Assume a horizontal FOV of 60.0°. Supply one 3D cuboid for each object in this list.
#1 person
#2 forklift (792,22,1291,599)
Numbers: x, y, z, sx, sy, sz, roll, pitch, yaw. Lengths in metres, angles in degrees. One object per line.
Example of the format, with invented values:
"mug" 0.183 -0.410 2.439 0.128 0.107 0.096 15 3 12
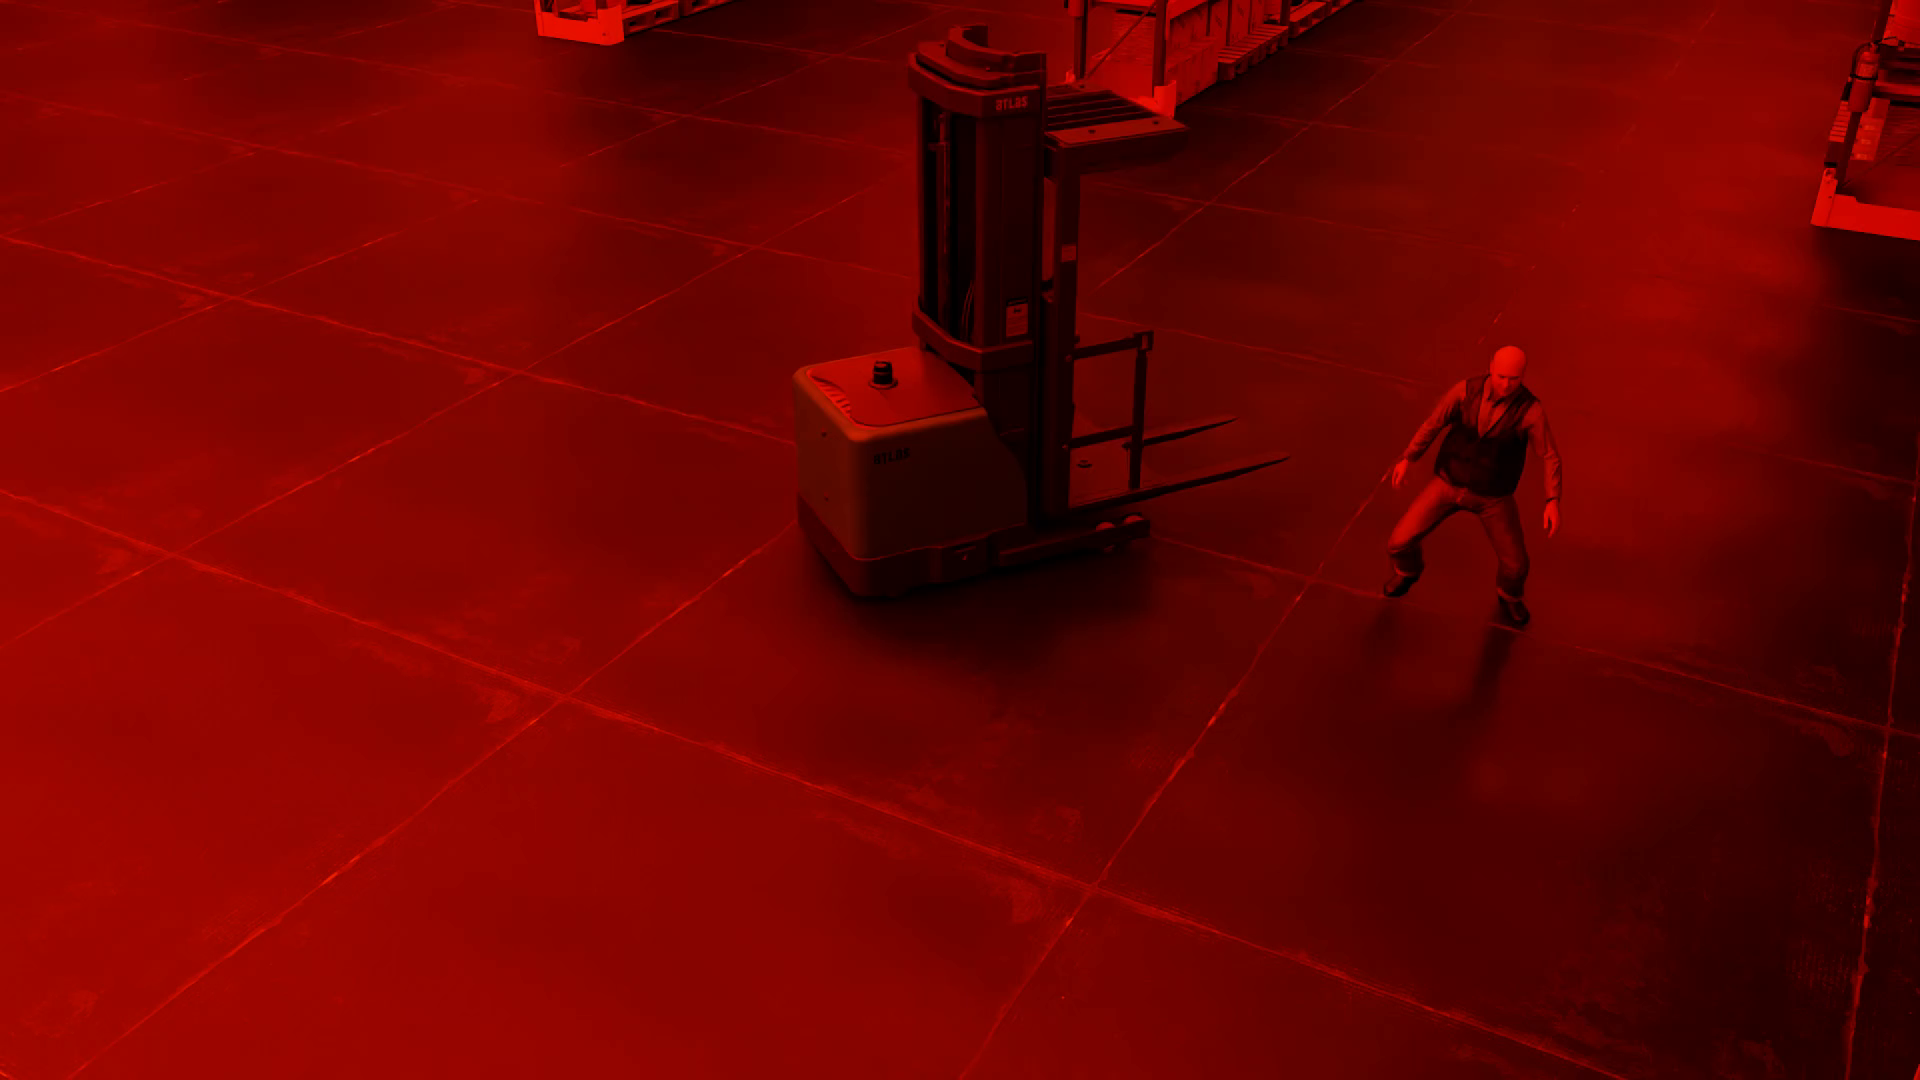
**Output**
"person" 2.774 -0.280 8.905 0.925 1.608 0.633 17 34 27
"forklift" 0.576 -1.431 9.550 3.031 2.935 1.130 -13 33 -22
